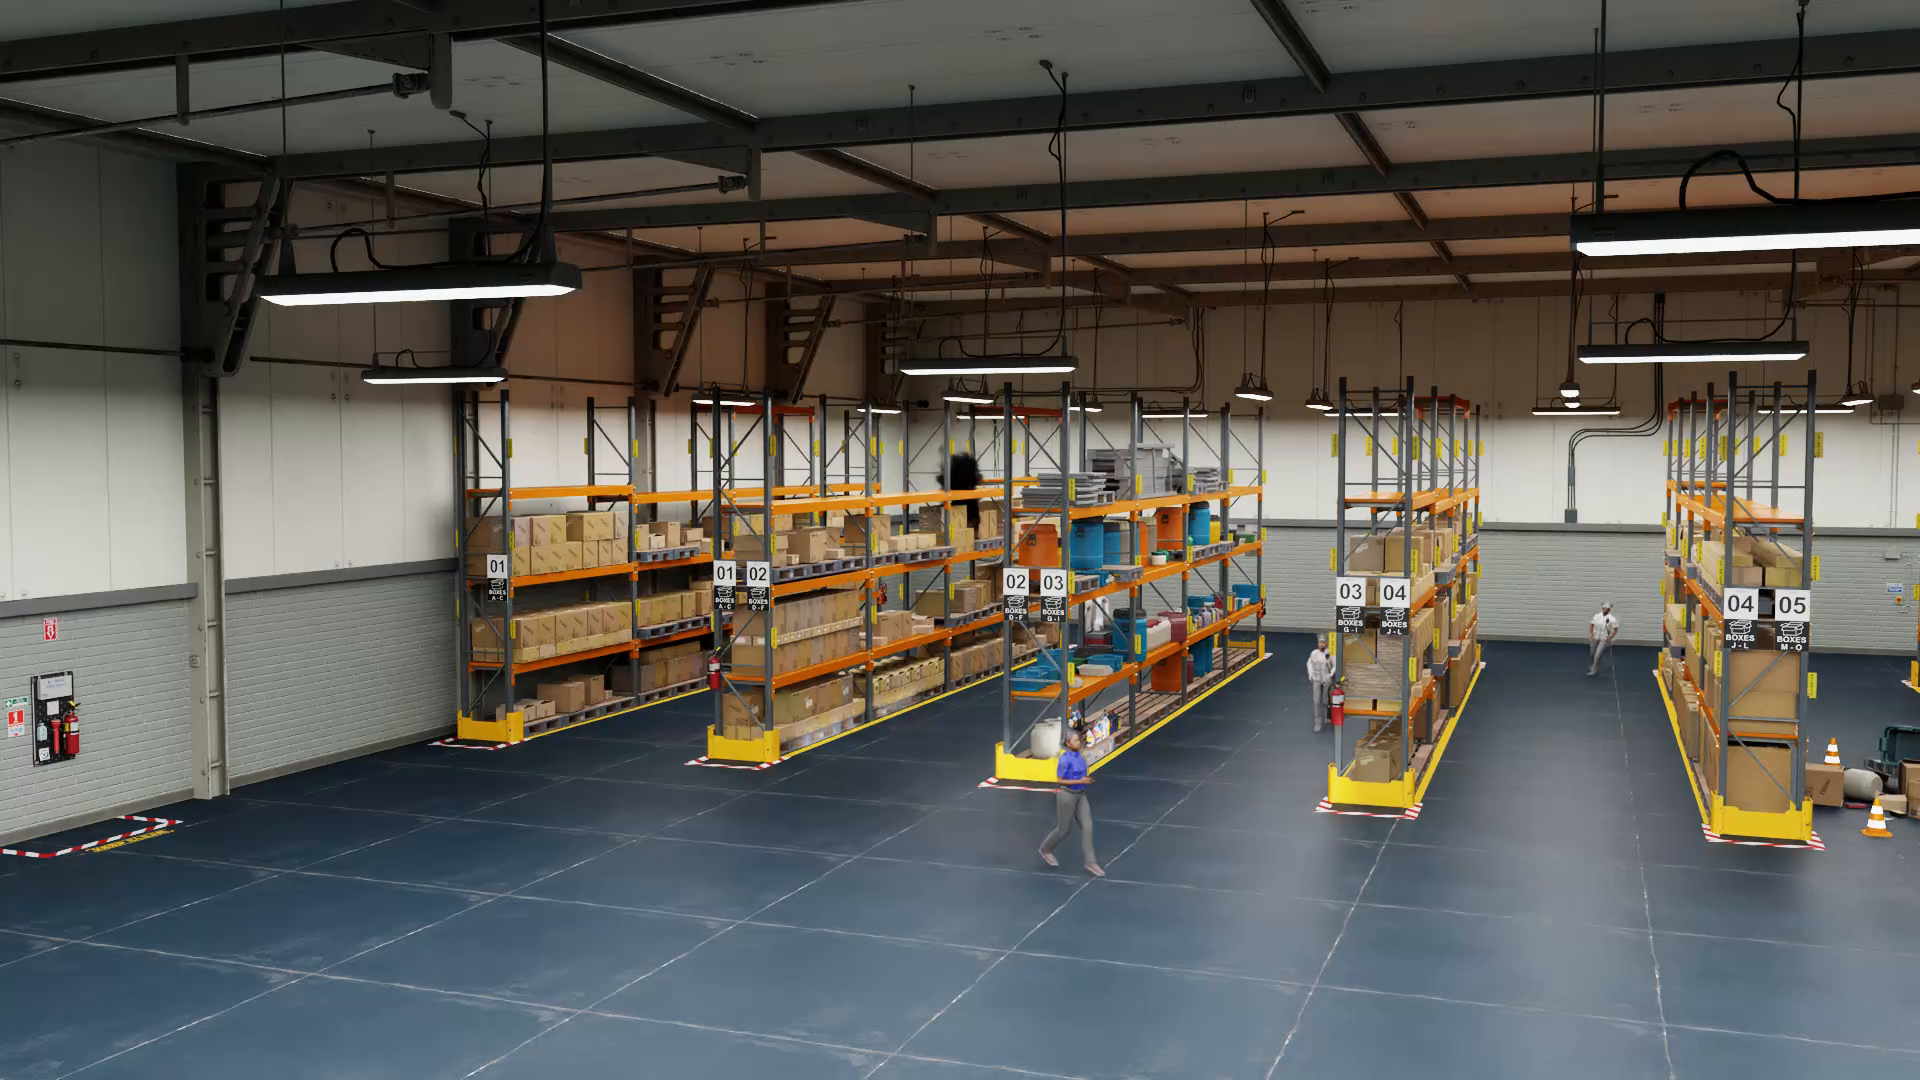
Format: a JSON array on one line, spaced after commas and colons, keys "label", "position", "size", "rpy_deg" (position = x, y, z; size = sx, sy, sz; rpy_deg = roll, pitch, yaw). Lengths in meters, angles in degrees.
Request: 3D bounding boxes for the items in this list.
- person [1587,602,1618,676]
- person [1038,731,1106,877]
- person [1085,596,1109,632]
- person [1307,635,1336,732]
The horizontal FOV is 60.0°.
[{"label": "person", "position": [14.119, 2.168, 36.548], "size": [0.658, 1.630, 0.586], "rpy_deg": [2, 4, 33]}, {"label": "person", "position": [1.309, 3.079, 19.565], "size": [0.883, 1.680, 0.574], "rpy_deg": [3, 4, 41]}, {"label": "person", "position": [3.074, 1.860, 38.389], "size": [0.690, 1.729, 1.033], "rpy_deg": [1, 3, 9]}, {"label": "person", "position": [6.496, 2.532, 29.753], "size": [0.625, 1.698, 0.836], "rpy_deg": [1, 3, 25]}]
